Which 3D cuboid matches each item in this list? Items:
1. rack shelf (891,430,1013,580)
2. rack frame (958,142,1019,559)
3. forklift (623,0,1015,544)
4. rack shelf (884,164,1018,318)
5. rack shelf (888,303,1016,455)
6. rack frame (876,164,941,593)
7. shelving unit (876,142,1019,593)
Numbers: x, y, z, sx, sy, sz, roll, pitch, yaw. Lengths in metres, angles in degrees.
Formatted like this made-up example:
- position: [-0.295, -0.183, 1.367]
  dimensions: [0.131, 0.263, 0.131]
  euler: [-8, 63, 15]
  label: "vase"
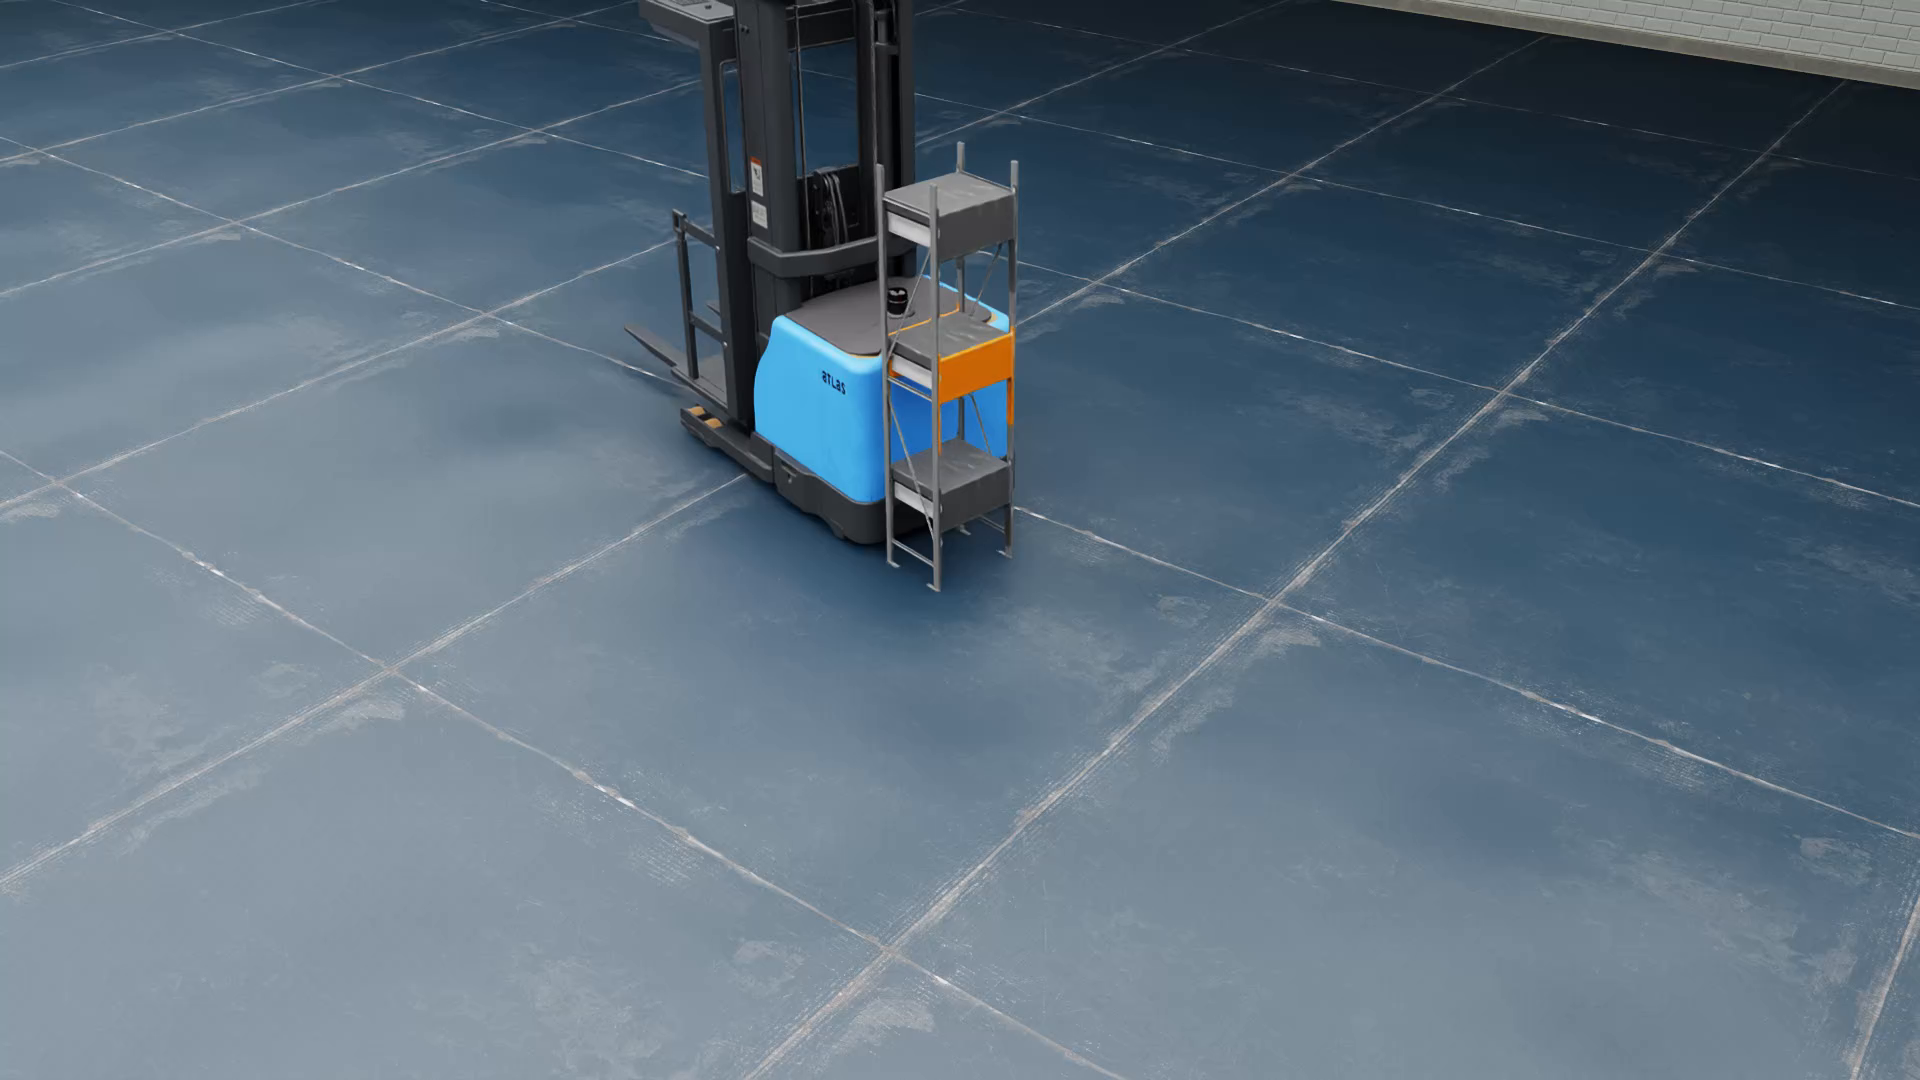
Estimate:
- position: [-0.053, -0.184, 8.400]
  dimensions: [0.480, 0.518, 0.431]
  euler: [-25, 38, -35]
  label: "rack shelf"
- position: [0.128, -0.881, 8.175]
  dimensions: [0.015, 2.100, 0.400]
  euler: [-25, 38, -35]
  label: "rack frame"
- position: [-0.986, -1.934, 9.138]
  dimensions: [1.130, 2.935, 3.031]
  euler: [-21, 36, -31]
  label: "forklift"
- position: [-0.055, -1.388, 7.685]
  dimensions: [0.480, 0.518, 0.431]
  euler: [-25, 38, -35]
  label: "rack shelf"
- position: [-0.054, -0.786, 8.042]
  dimensions: [0.480, 0.518, 0.431]
  euler: [-25, 38, -35]
  label: "rack shelf"
- position: [-0.237, -0.715, 7.896]
  dimensions: [0.015, 2.100, 0.400]
  euler: [-25, 38, -35]
  label: "rack frame"
- position: [-0.054, -0.798, 8.035]
  dimensions: [0.503, 2.100, 0.431]
  euler: [-25, 38, -35]
  label: "shelving unit"
